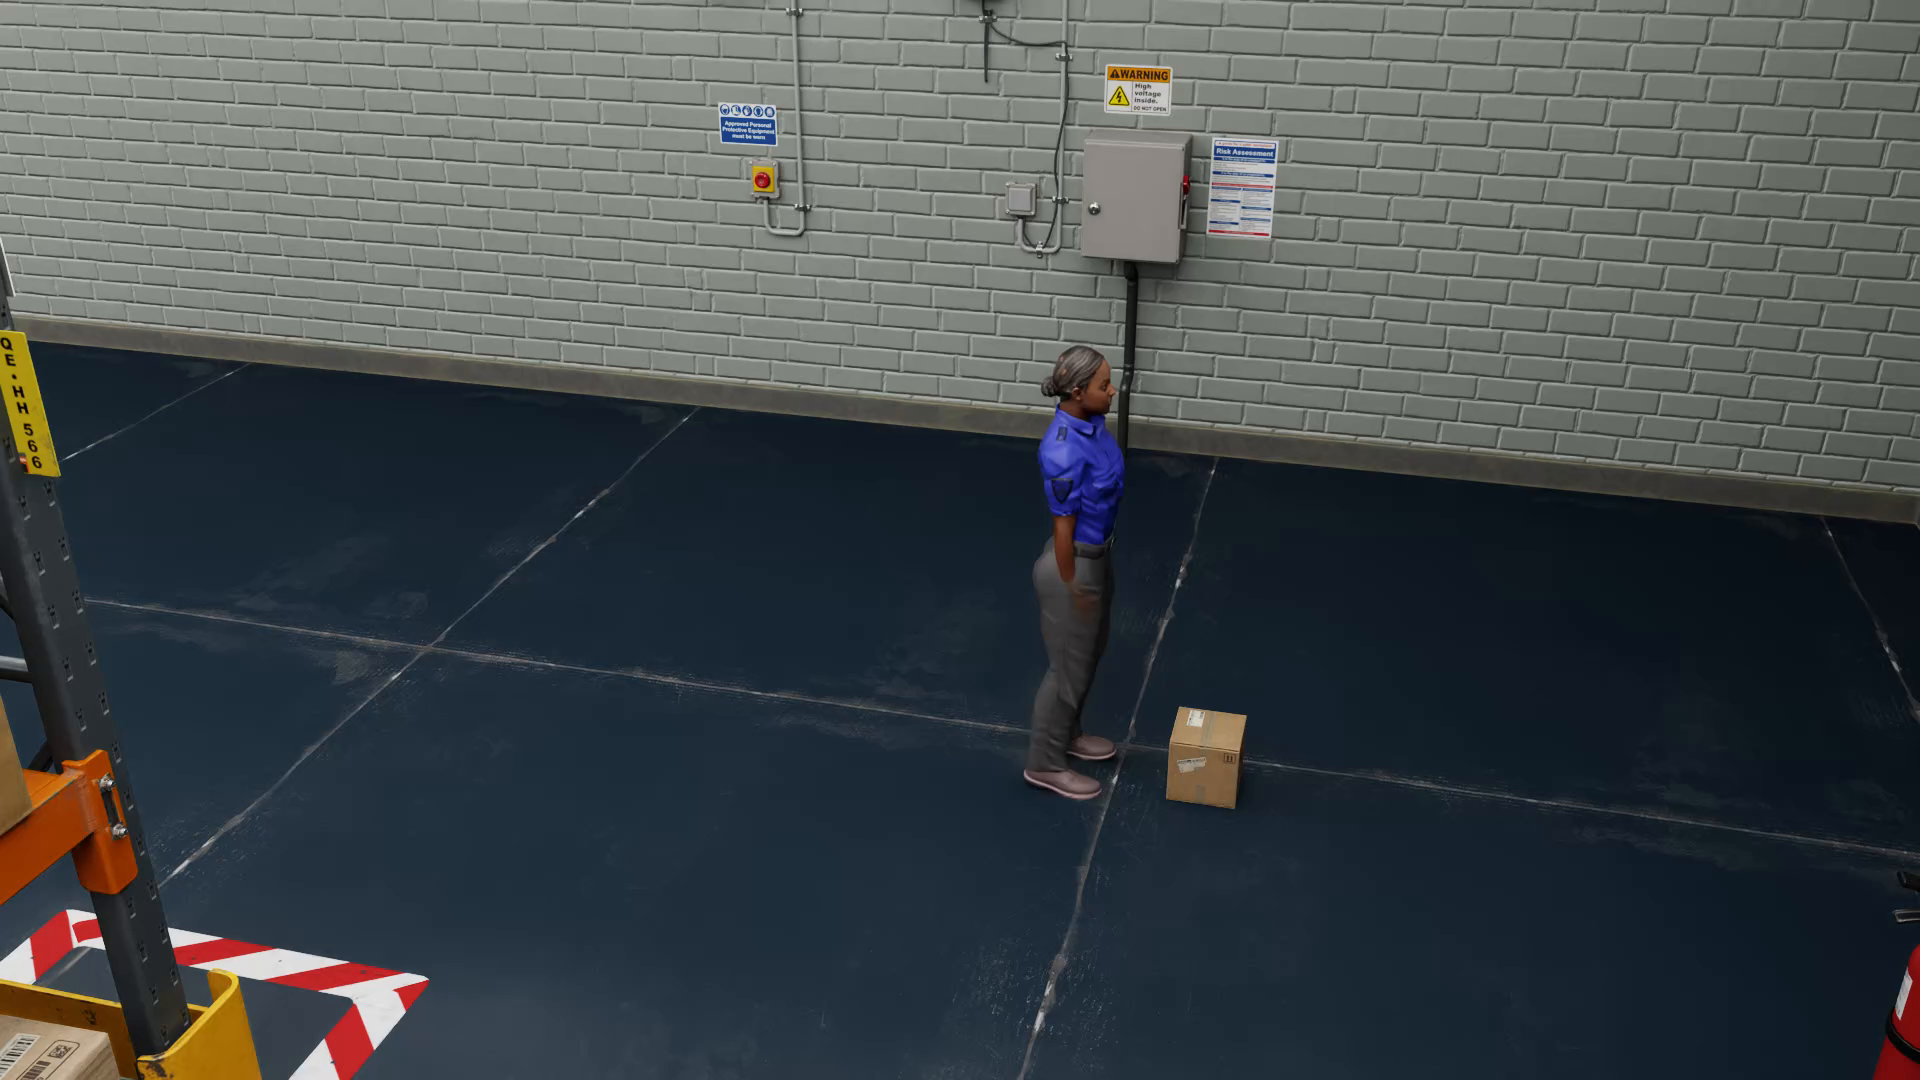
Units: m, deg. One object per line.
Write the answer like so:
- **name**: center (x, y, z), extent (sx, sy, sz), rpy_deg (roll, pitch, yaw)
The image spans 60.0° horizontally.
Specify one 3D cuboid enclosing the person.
- **person**: center (0.420, 0.107, 5.905), extent (0.300, 1.664, 0.436), rpy_deg (7, 26, 14)
